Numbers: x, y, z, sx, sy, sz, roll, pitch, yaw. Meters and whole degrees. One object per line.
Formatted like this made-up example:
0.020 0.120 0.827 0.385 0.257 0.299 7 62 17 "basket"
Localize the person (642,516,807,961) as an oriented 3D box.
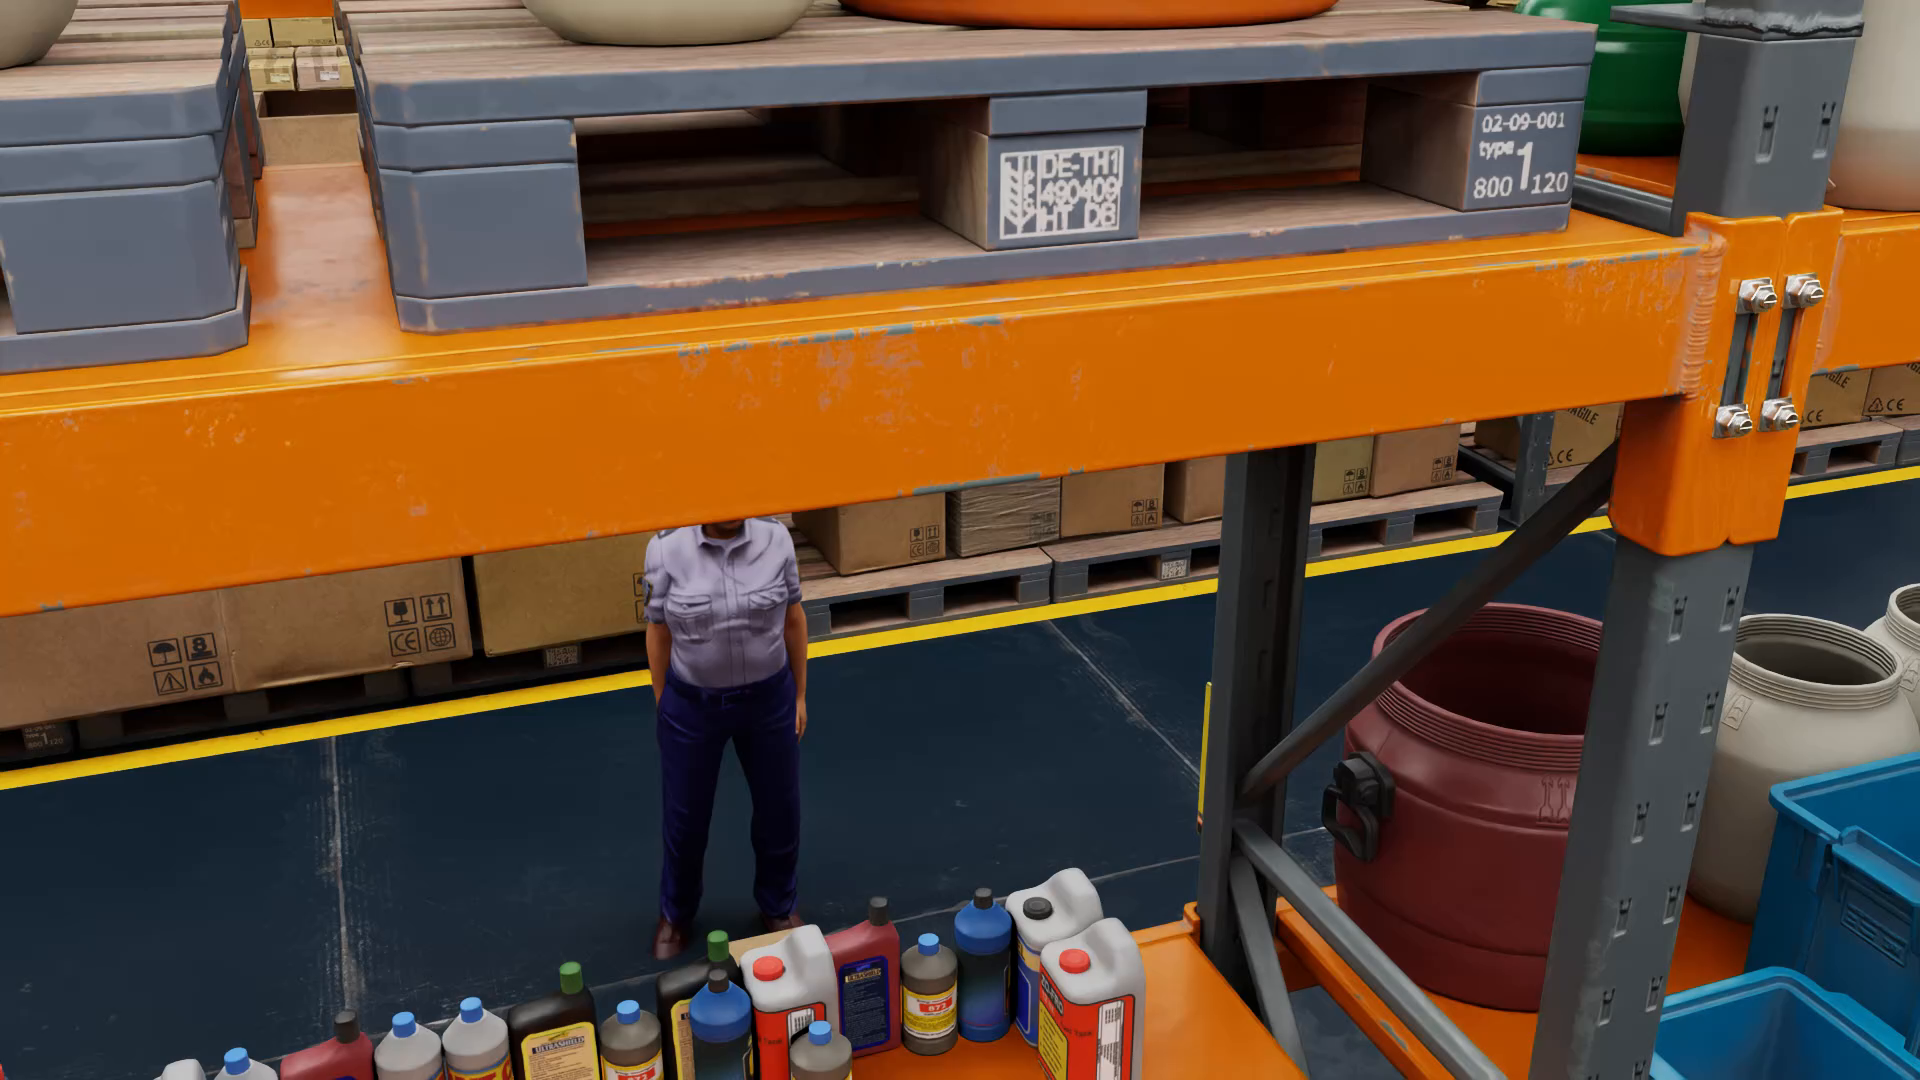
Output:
-0.708 0.523 4.939 0.545 1.707 0.387 -8 24 -18 "person"
